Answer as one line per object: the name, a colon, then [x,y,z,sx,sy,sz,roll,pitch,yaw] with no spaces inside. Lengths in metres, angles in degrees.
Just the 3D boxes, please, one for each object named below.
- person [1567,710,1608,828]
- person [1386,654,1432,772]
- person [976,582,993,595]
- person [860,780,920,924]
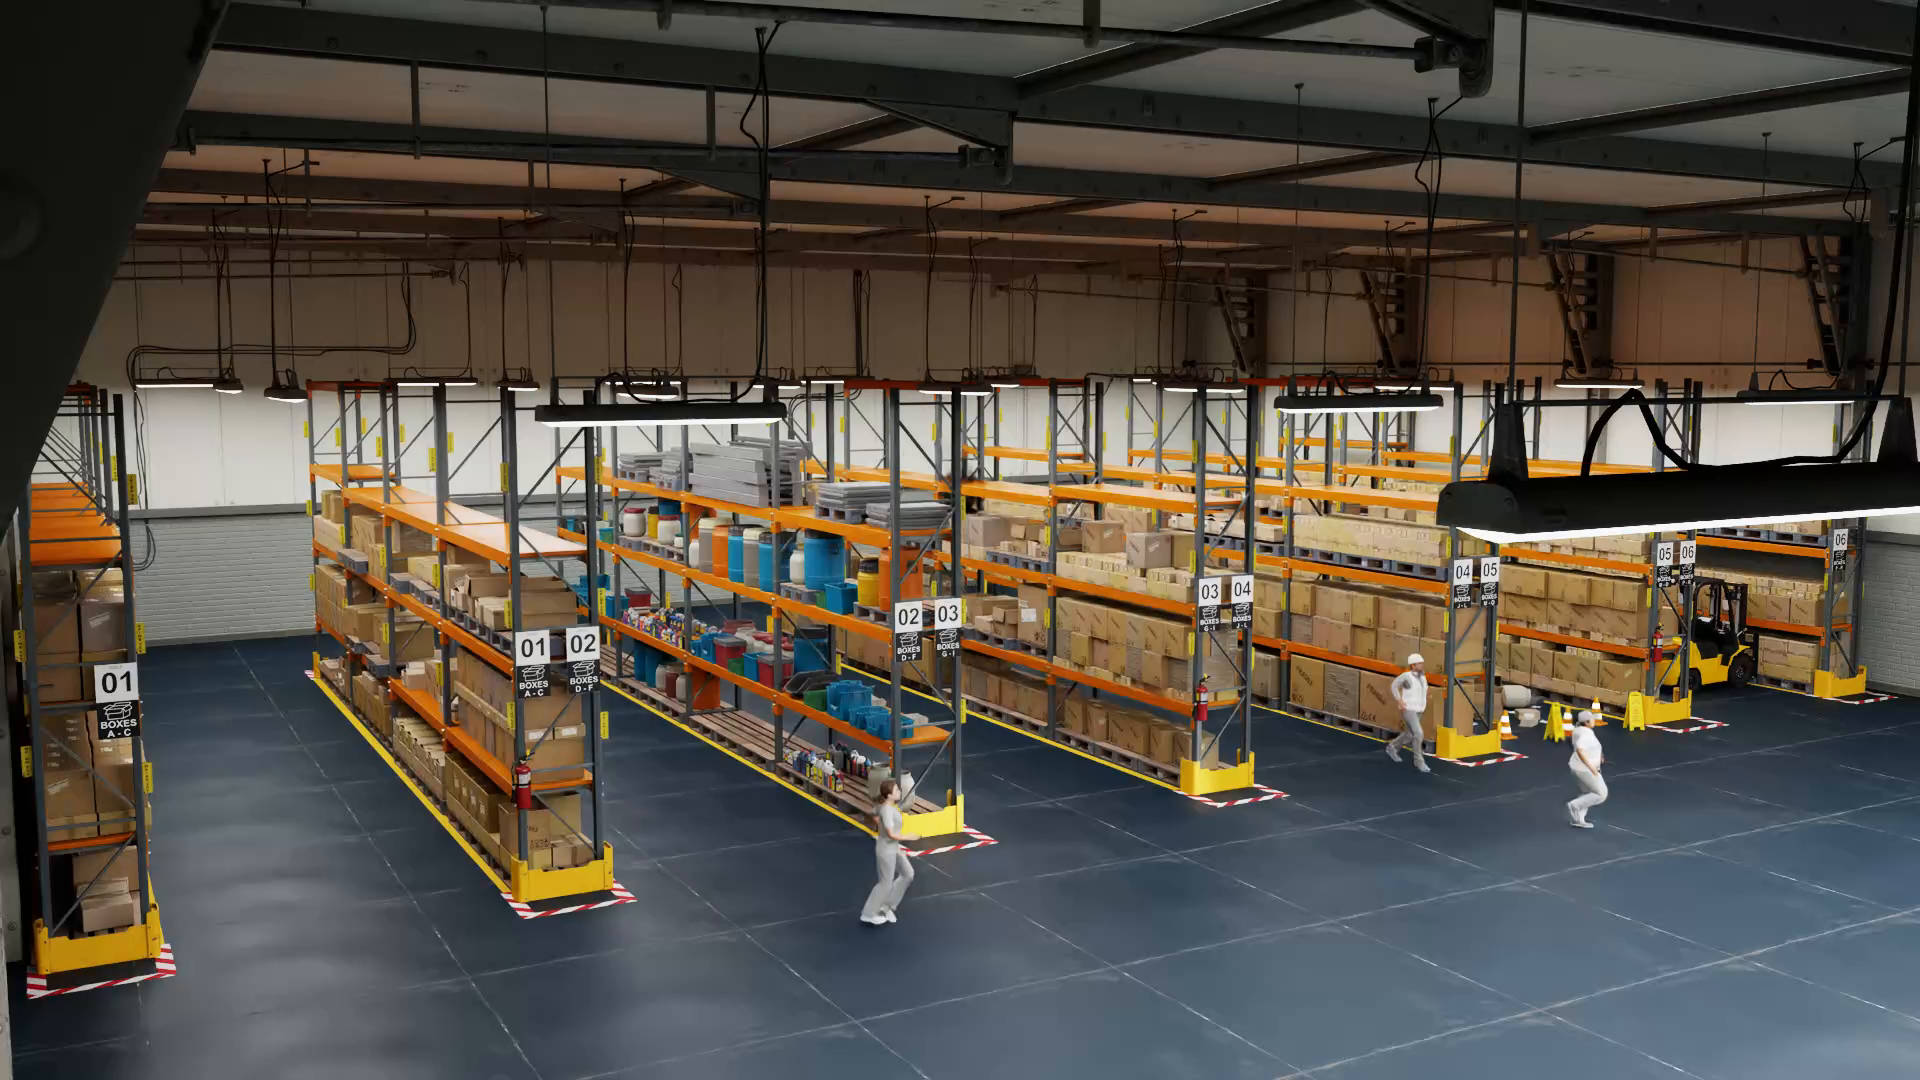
person: [8.534,3.125,22.653,0.547,1.624,0.607,0,6,3]
person: [7.114,2.684,26.139,0.540,1.783,0.866,-6,8,-43]
person: [0.659,0.883,42.326,0.785,1.675,0.669,-3,7,-26]
person: [-0.785,3.526,18.740,0.681,1.688,0.582,0,6,0]
